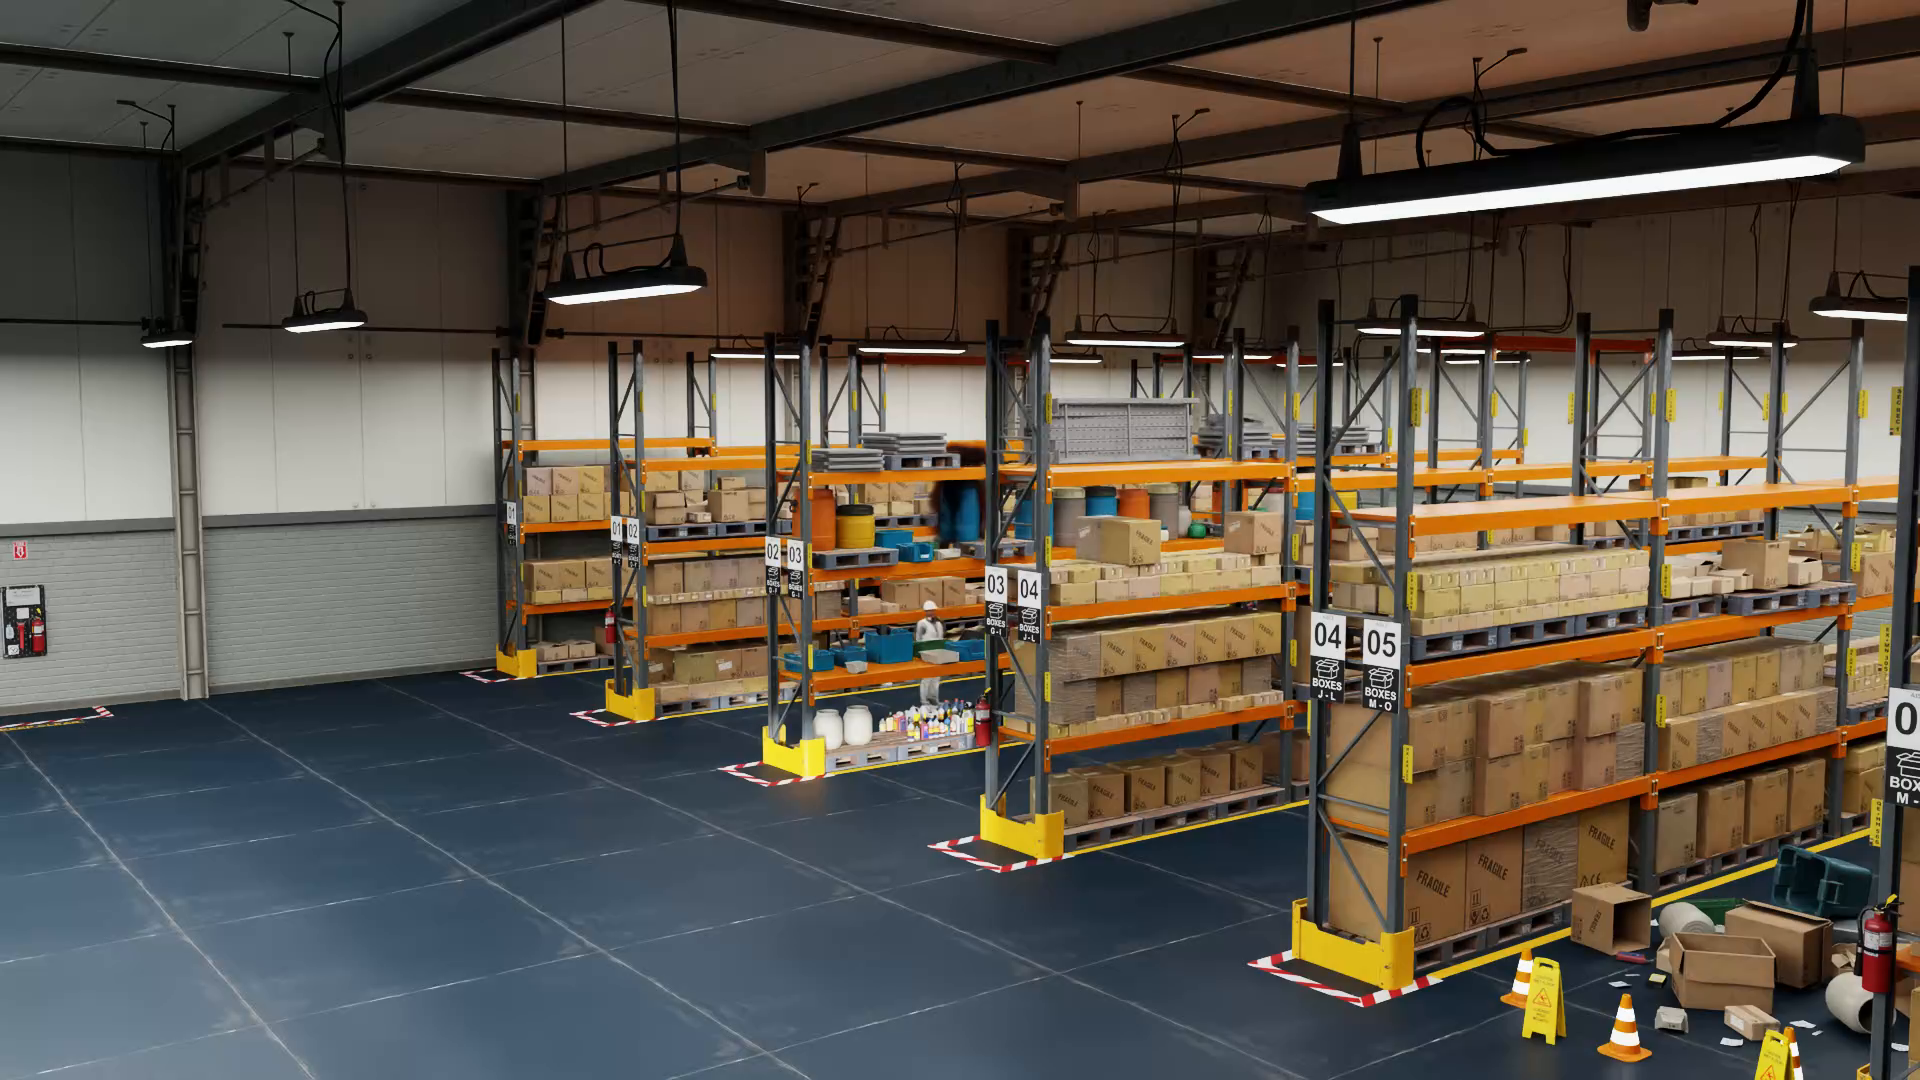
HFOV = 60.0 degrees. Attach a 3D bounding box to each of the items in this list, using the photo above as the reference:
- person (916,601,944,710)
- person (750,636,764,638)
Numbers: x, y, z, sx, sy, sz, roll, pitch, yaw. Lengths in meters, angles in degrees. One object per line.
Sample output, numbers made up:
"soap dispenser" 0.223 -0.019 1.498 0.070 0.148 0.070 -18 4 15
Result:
"person" -0.462 1.882 27.138 0.602 1.772 0.428 -5 7 -44
"person" -3.553 1.633 30.245 0.607 1.802 0.518 0 5 1
